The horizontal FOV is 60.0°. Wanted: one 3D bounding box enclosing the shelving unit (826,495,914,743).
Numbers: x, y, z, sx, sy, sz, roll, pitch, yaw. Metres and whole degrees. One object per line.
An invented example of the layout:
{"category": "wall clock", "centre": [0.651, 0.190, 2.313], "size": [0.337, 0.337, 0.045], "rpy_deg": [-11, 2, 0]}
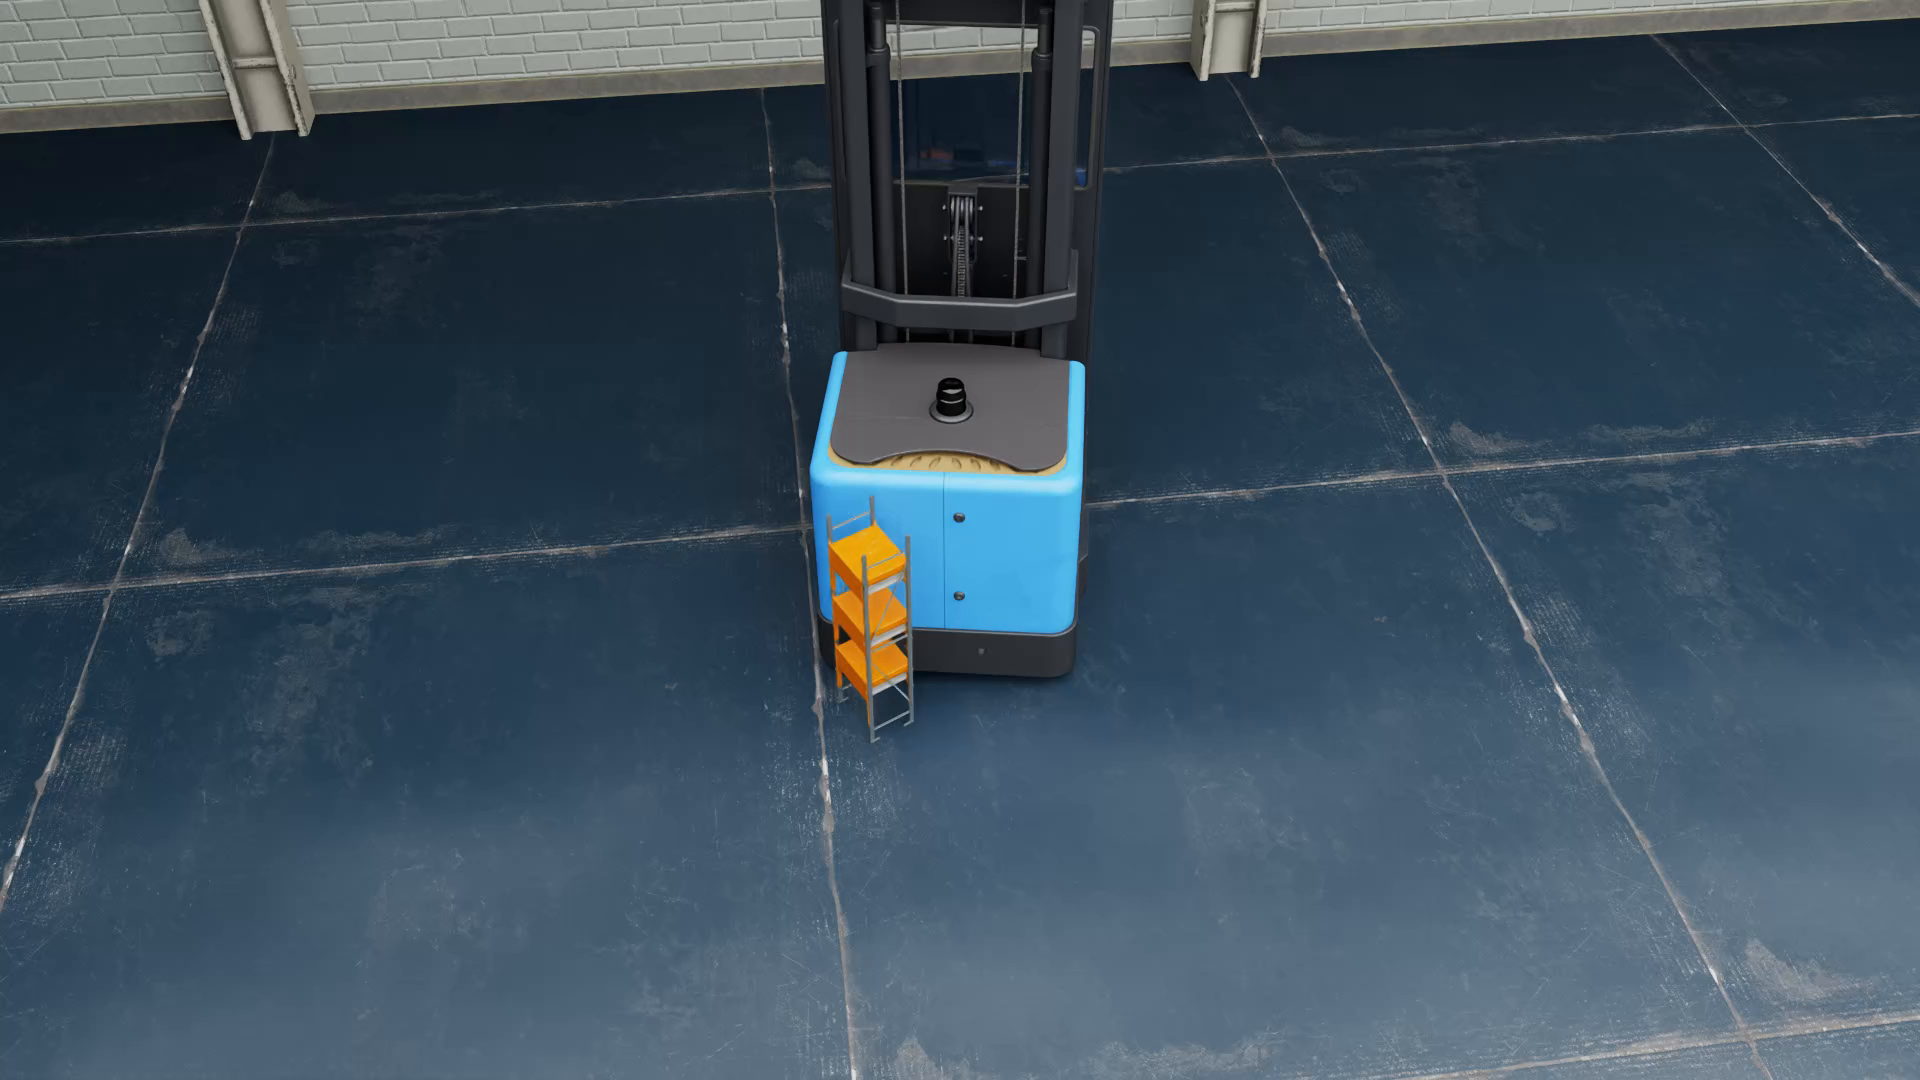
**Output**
{"category": "shelving unit", "centre": [-0.334, 0.319, 6.316], "size": [0.215, 1.050, 0.252], "rpy_deg": [-25, 50, -23]}

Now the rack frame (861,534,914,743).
{"category": "rack frame", "centre": [-0.266, 0.391, 6.244], "size": [0.200, 1.050, 0.008], "rpy_deg": [-25, 50, -23]}

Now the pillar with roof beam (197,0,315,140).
{"category": "pillar with roof beam", "centre": [-3.666, -3.053, 4.131], "size": [0.400, 9.000, 9.100], "rpy_deg": [-5, 42, -6]}

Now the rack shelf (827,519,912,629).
{"category": "rack shelf", "centre": [-0.331, 0.126, 6.123], "size": [0.215, 0.259, 0.240], "rpy_deg": [-25, 50, -23]}

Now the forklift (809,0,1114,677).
{"category": "forklift", "centre": [0.044, -1.509, 6.949], "size": [1.130, 2.935, 3.031], "rpy_deg": [3, 42, 3]}

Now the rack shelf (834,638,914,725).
{"category": "rack shelf", "centre": [-0.336, 0.524, 6.519], "size": [0.215, 0.259, 0.240], "rpy_deg": [-25, 50, -23]}

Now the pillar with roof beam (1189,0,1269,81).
{"category": "pillar with roof beam", "centre": [2.283, -3.574, 4.709], "size": [0.400, 9.000, 9.100], "rpy_deg": [-5, 42, -6]}

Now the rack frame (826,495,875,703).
{"category": "rack frame", "centre": [-0.401, 0.247, 6.388], "size": [0.200, 1.050, 0.008], "rpy_deg": [-25, 50, -23]}

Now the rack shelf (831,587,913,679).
{"category": "rack shelf", "centre": [-0.334, 0.327, 6.323], "size": [0.215, 0.259, 0.240], "rpy_deg": [-25, 50, -23]}
